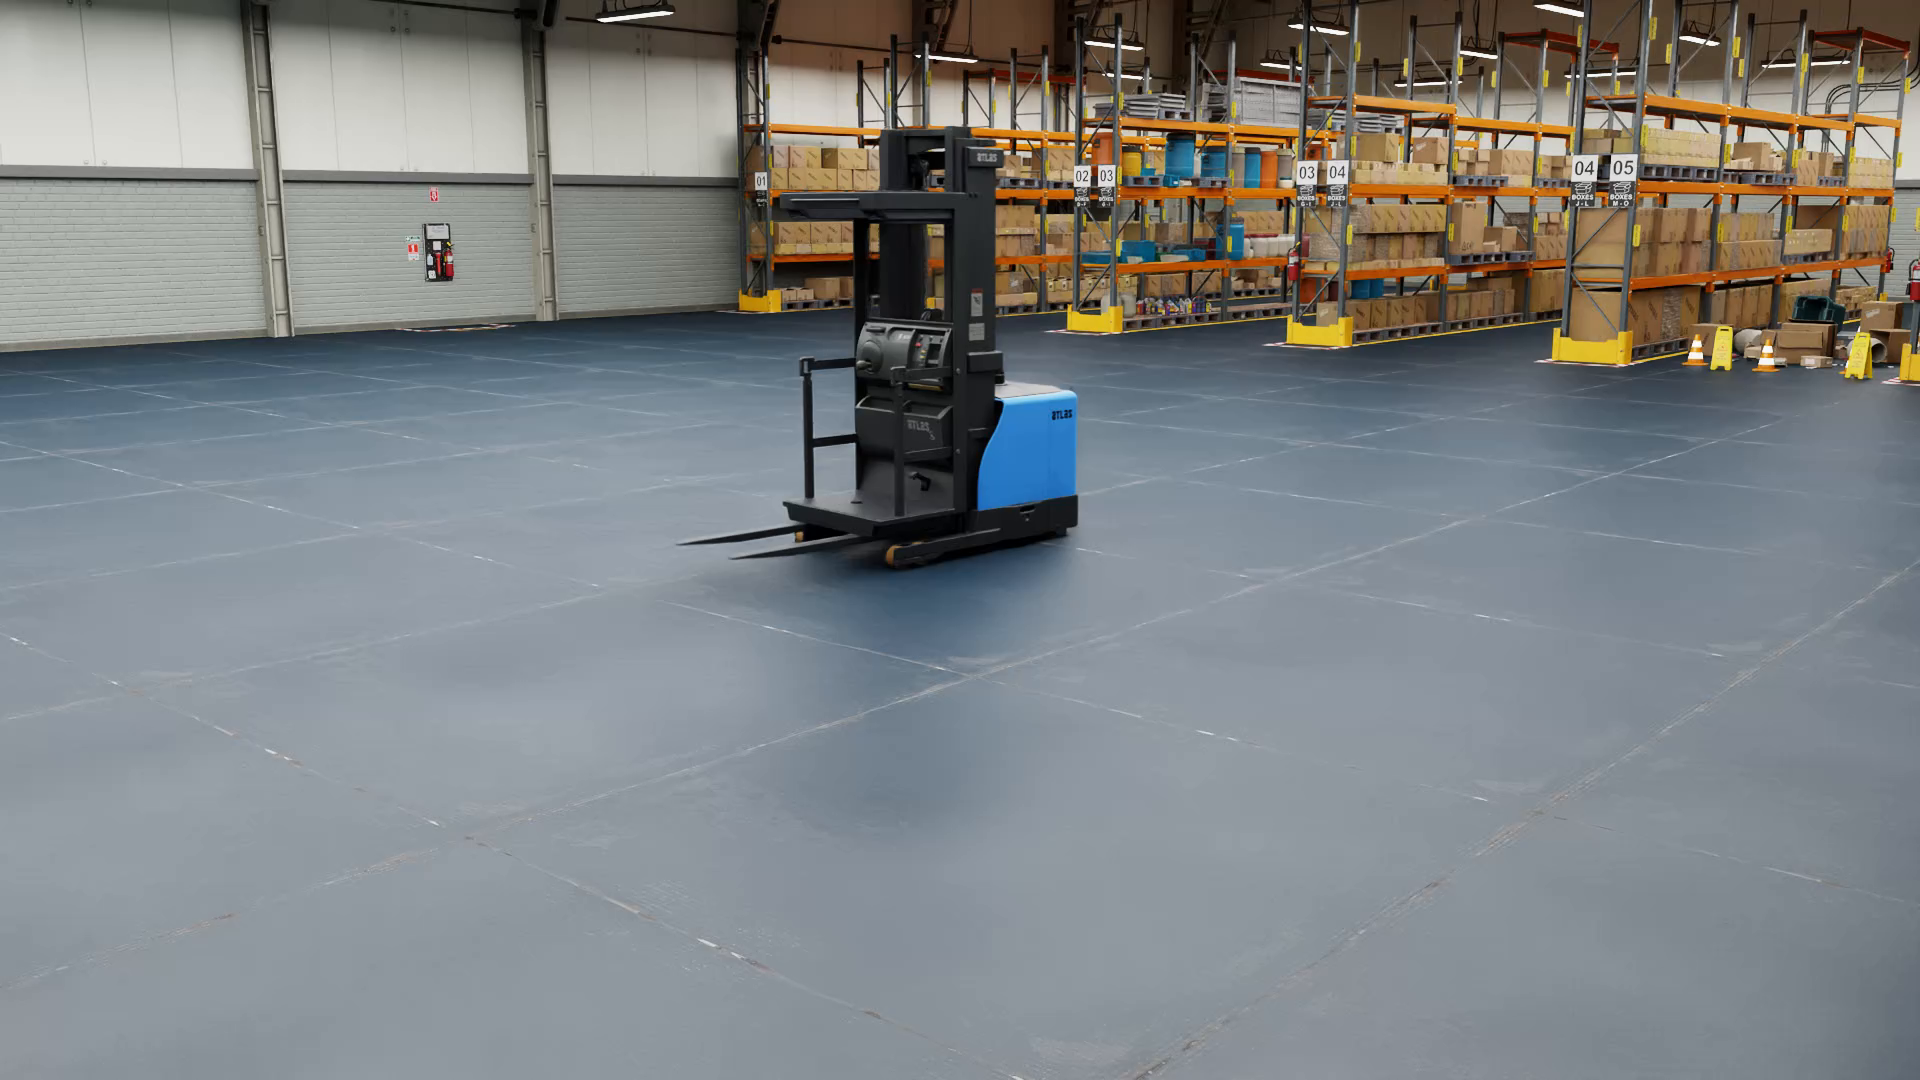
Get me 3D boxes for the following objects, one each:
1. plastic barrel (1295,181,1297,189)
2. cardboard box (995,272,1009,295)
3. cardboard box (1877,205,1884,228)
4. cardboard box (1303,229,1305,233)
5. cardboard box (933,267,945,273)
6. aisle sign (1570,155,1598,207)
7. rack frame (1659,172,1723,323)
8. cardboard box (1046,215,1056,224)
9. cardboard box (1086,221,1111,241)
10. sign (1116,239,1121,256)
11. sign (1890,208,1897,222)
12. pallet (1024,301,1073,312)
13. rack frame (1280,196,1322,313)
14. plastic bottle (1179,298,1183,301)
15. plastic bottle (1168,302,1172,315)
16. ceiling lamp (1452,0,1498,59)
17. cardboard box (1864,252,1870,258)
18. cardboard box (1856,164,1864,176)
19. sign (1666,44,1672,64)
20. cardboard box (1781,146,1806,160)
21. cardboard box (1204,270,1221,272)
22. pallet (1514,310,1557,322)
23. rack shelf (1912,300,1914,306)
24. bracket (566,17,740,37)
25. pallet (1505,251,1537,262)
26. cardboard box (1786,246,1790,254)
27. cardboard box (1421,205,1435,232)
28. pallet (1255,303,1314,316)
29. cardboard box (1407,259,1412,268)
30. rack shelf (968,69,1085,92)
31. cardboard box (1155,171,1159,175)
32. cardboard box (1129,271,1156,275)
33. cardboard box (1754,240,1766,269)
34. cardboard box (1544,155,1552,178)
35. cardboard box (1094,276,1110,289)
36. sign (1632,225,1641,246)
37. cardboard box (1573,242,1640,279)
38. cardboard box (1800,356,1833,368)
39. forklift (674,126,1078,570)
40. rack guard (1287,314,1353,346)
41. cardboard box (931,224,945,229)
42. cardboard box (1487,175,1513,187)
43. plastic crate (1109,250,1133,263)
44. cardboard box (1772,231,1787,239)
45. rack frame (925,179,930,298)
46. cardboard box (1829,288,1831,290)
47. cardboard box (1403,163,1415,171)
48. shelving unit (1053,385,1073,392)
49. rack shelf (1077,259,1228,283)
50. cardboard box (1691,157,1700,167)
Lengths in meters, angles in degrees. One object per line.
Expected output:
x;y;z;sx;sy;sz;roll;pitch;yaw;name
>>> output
7.814;-8.137;38.031;0.294;0.245;0.294;0;11;0;plastic barrel
0.772;-5.820;37.728;0.500;0.500;0.500;10;15;40;cardboard box
20.149;-7.177;36.918;0.500;0.500;0.500;9;14;38;cardboard box
9.410;-8.551;47.111;0.500;0.500;0.500;10;15;42;cardboard box
-0.699;-7.159;43.741;0.500;0.250;0.500;10;15;40;cardboard box
9.765;-5.615;26.028;0.394;0.787;0.004;10;15;40;aisle sign
12.678;-4.900;29.087;1.000;3.000;0.127;10;15;40;rack frame
2.339;-8.976;46.514;0.500;0.250;0.500;10;15;41;cardboard box
3.993;-8.986;48.778;0.980;0.700;0.700;9;15;39;cardboard box
3.068;-5.672;32.245;0.100;0.325;0.005;10;15;40;sign
21.003;-7.314;37.408;0.100;0.325;0.005;10;15;40;sign
2.037;-5.584;39.629;1.003;0.211;1.213;10;15;40;pallet
7.938;-6.785;38.525;1.000;3.000;0.127;10;15;40;rack frame
4.758;-5.084;35.851;0.097;0.271;0.097;0;11;0;plastic bottle
4.315;-4.763;34.242;0.097;0.271;0.097;0;11;0;plastic bottle
12.130;-12.693;37.885;0.800;3.185;2.000;10;15;40;ceiling lamp
19.902;-6.312;36.796;0.380;0.149;0.250;9;14;38;cardboard box
18.789;-7.832;35.215;0.500;0.250;0.500;10;15;40;cardboard box
12.262;-8.407;28.743;0.100;0.325;0.005;10;15;40;sign
16.132;-7.484;32.154;0.396;0.266;0.258;10;15;40;cardboard box
7.024;-7.125;45.485;0.500;0.500;0.500;10;15;40;cardboard box
12.236;-4.884;36.124;1.003;0.211;1.213;10;15;40;pallet
15.142;-3.628;24.554;1.077;0.370;4.000;10;15;40;rack shelf
-6.691;-11.322;36.734;0.076;0.066;4.783;10;15;40;bracket
11.269;-5.932;34.743;1.213;0.211;1.003;10;15;40;pallet
15.942;-5.651;32.413;0.380;0.149;0.250;11;16;43;cardboard box
8.599;-6.066;31.356;0.500;0.500;0.500;10;15;40;cardboard box
7.398;-5.309;38.252;1.003;0.211;1.213;10;15;40;pallet
8.235;-5.186;31.159;0.380;0.149;0.250;10;15;40;cardboard box
1.817;-12.579;45.568;1.077;0.370;4.000;10;15;40;rack shelf
4.483;-9.015;41.773;0.910;0.500;0.500;10;15;40;cardboard box
4.695;-6.961;42.747;0.500;0.250;0.500;11;15;42;cardboard box
14.562;-5.290;30.783;0.500;0.500;0.500;9;15;39;cardboard box
12.511;-8.108;36.163;0.500;0.500;0.500;11;16;43;cardboard box
3.386;-6.299;40.605;0.500;0.311;0.500;10;15;40;cardboard box
10.450;-4.702;25.684;0.100;0.325;0.005;10;15;40;sign
10.248;-4.446;26.428;0.875;0.550;0.550;10;15;40;cardboard box
13.170;-2.743;25.562;0.250;0.149;0.380;-4;12;-18;cardboard box
-0.548;-1.351;11.494;3.031;2.935;1.130;-10;15;-42;forklift
6.428;-3.753;29.726;1.175;0.500;0.348;10;15;40;rack guard
-0.708;-7.009;36.079;0.700;0.500;0.500;10;15;41;cardboard box
10.878;-7.292;33.788;0.500;0.250;0.500;10;15;42;cardboard box
3.196;-5.742;33.683;0.499;0.251;0.408;10;15;40;plastic crate
15.771;-5.907;32.177;0.380;0.149;0.250;10;15;40;cardboard box
-1.061;-6.249;35.841;1.000;3.000;0.127;10;15;40;rack frame
19.050;-5.487;36.711;0.380;0.149;0.250;10;15;40;cardboard box
8.155;-6.870;30.653;0.380;0.149;0.250;11;16;43;cardboard box
0.691;-0.653;12.773;0.215;1.050;0.252;11;13;43;shelving unit
3.978;-5.550;34.175;1.077;0.370;4.000;10;15;40;rack shelf
12.007;-6.259;27.543;0.380;0.149;0.250;10;15;41;cardboard box
